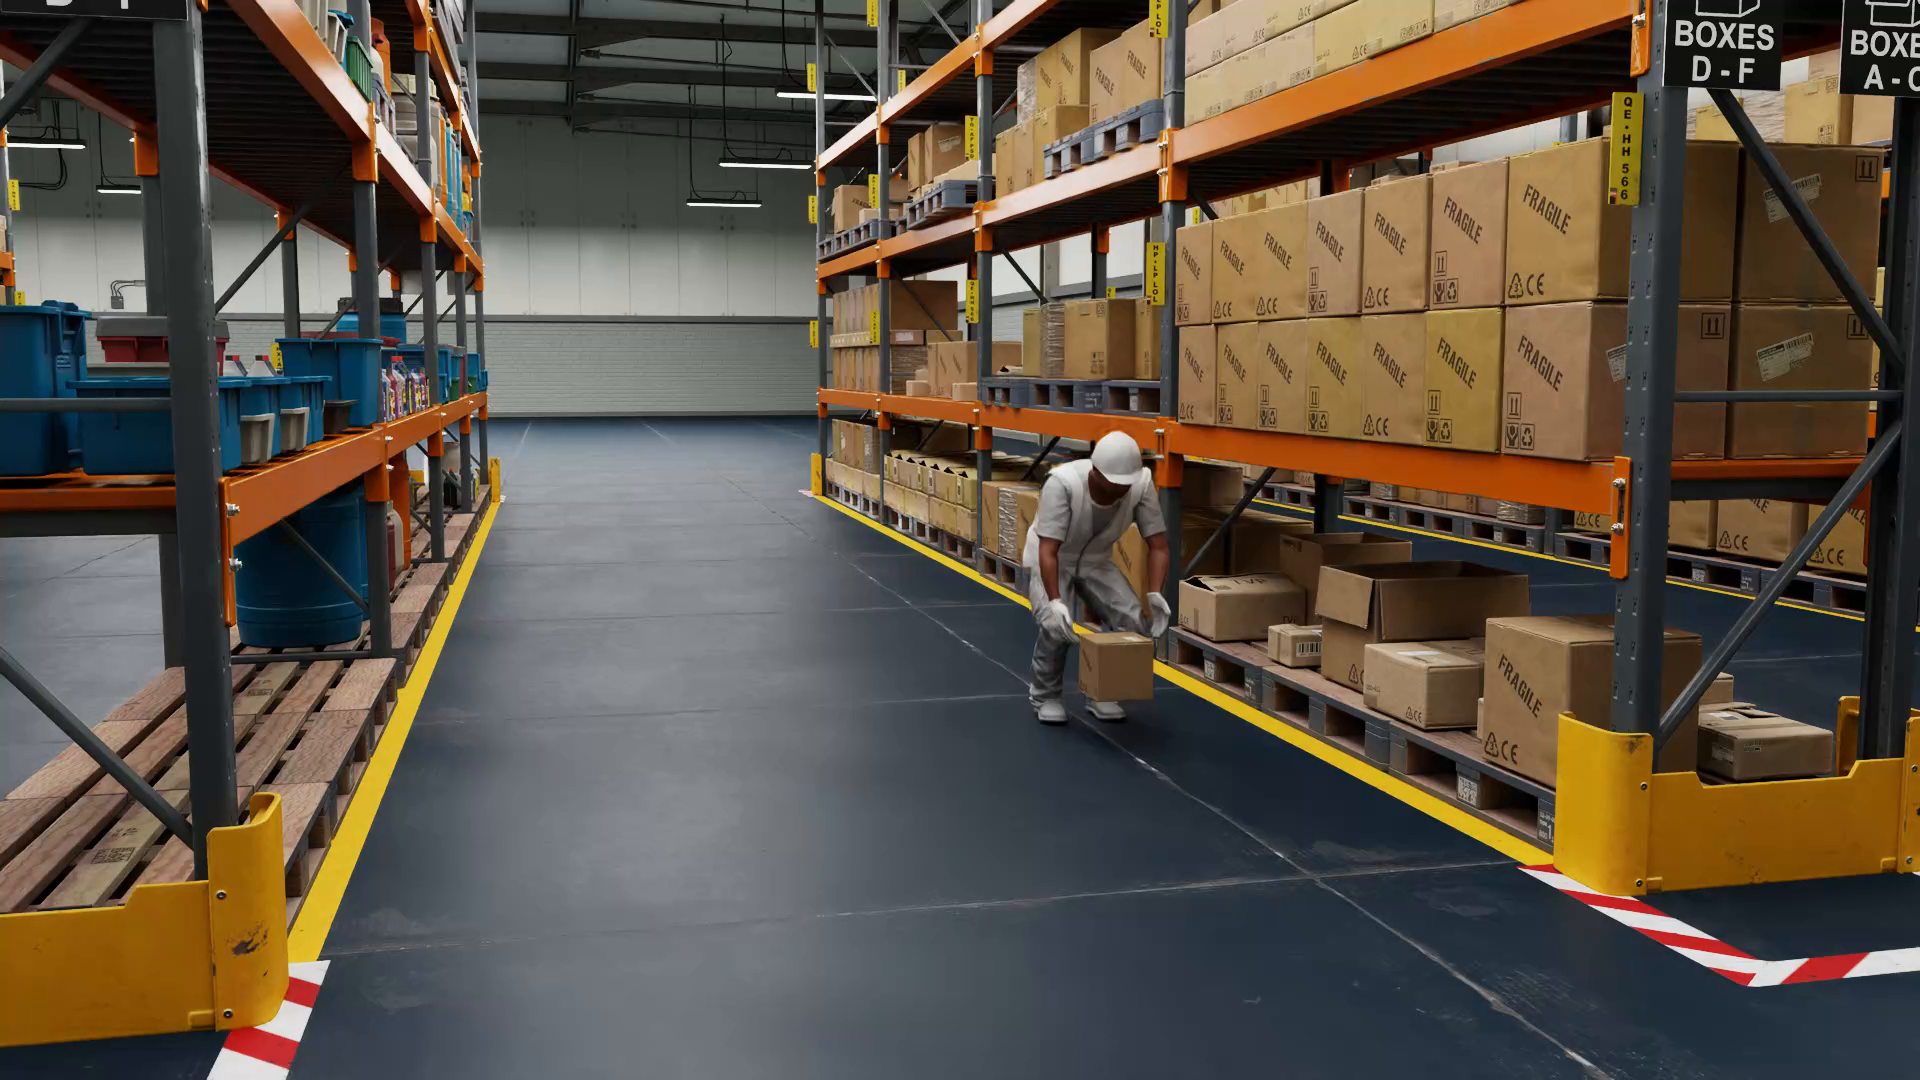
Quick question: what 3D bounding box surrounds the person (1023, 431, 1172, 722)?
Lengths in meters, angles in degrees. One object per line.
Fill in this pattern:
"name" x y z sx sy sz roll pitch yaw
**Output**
"person" 0.602 0.162 7.465 0.611 1.322 0.813 -1 6 -14
